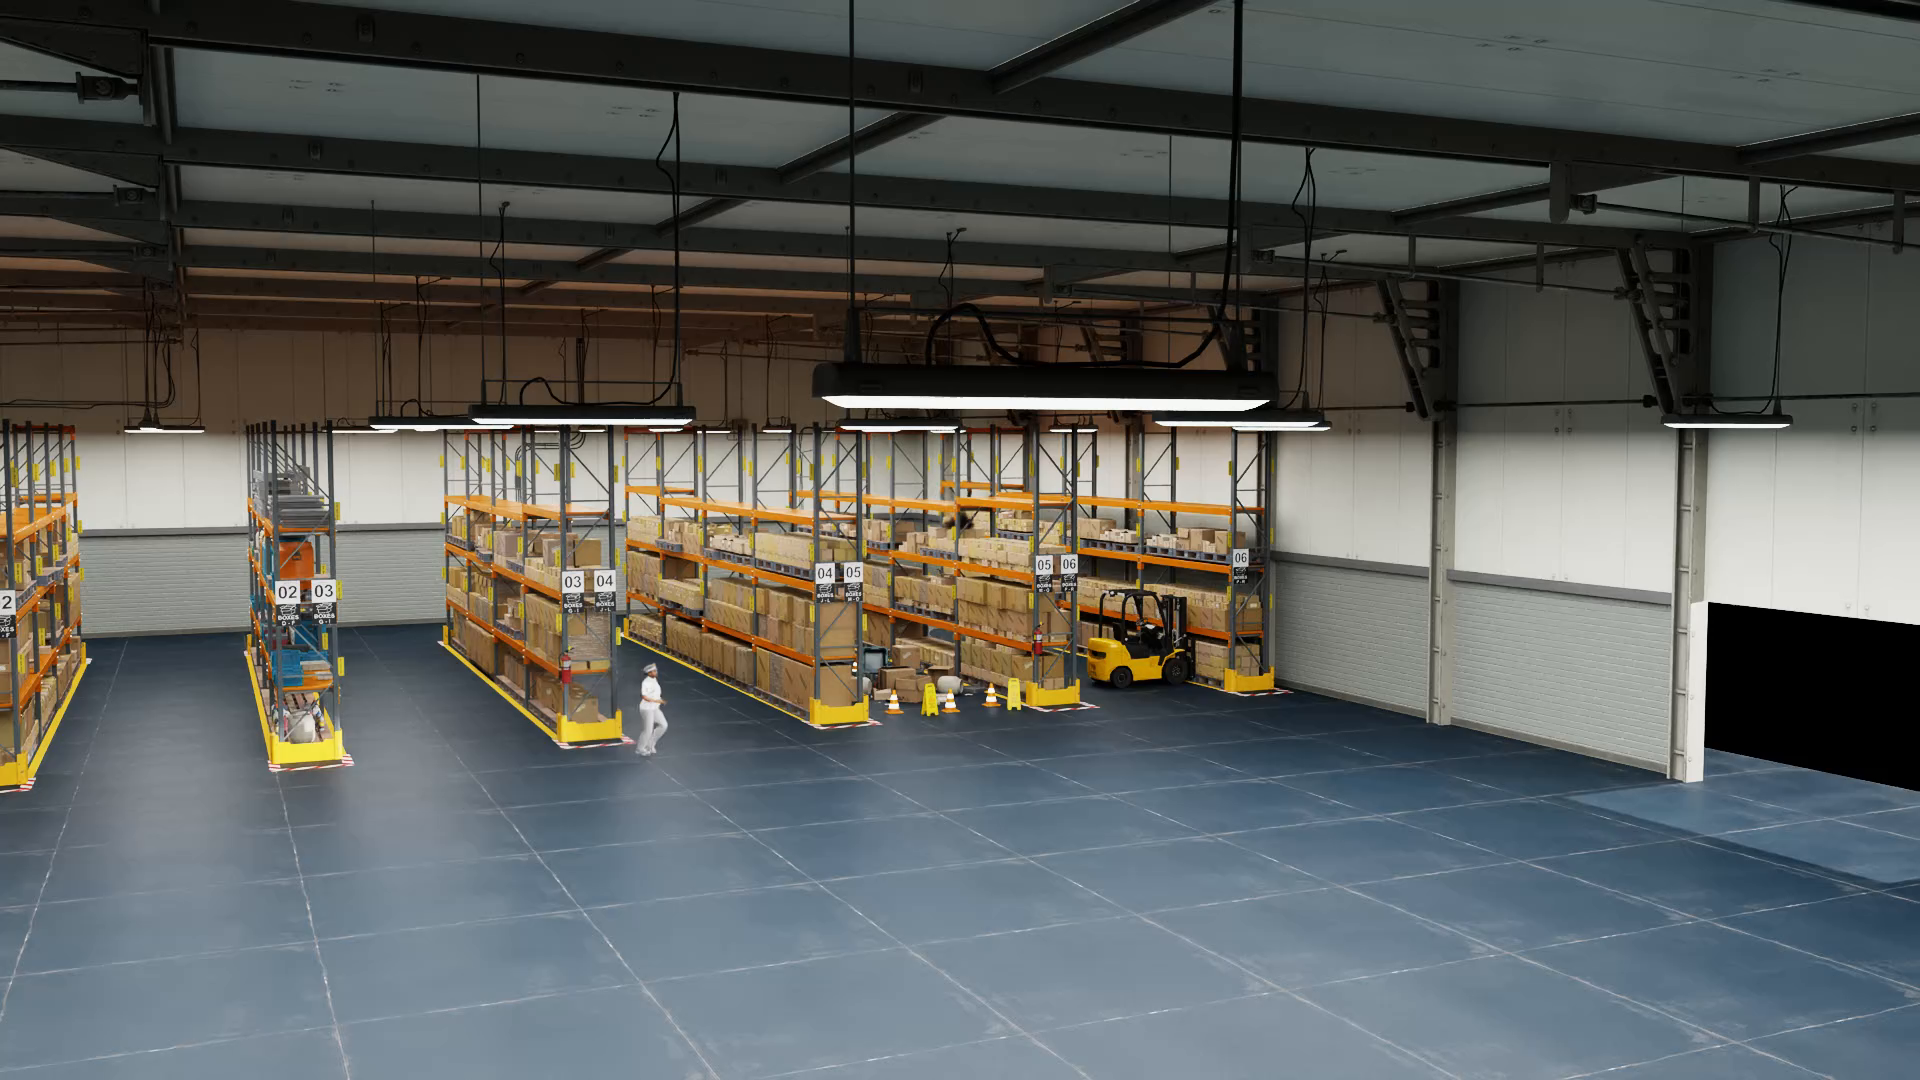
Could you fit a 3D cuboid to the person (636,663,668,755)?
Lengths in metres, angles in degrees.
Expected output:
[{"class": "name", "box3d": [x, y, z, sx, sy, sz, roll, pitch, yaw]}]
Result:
[{"class": "person", "box3d": [-5.498, 3.035, 29.708, 0.644, 1.690, 0.579, 1, 4, 14]}]
